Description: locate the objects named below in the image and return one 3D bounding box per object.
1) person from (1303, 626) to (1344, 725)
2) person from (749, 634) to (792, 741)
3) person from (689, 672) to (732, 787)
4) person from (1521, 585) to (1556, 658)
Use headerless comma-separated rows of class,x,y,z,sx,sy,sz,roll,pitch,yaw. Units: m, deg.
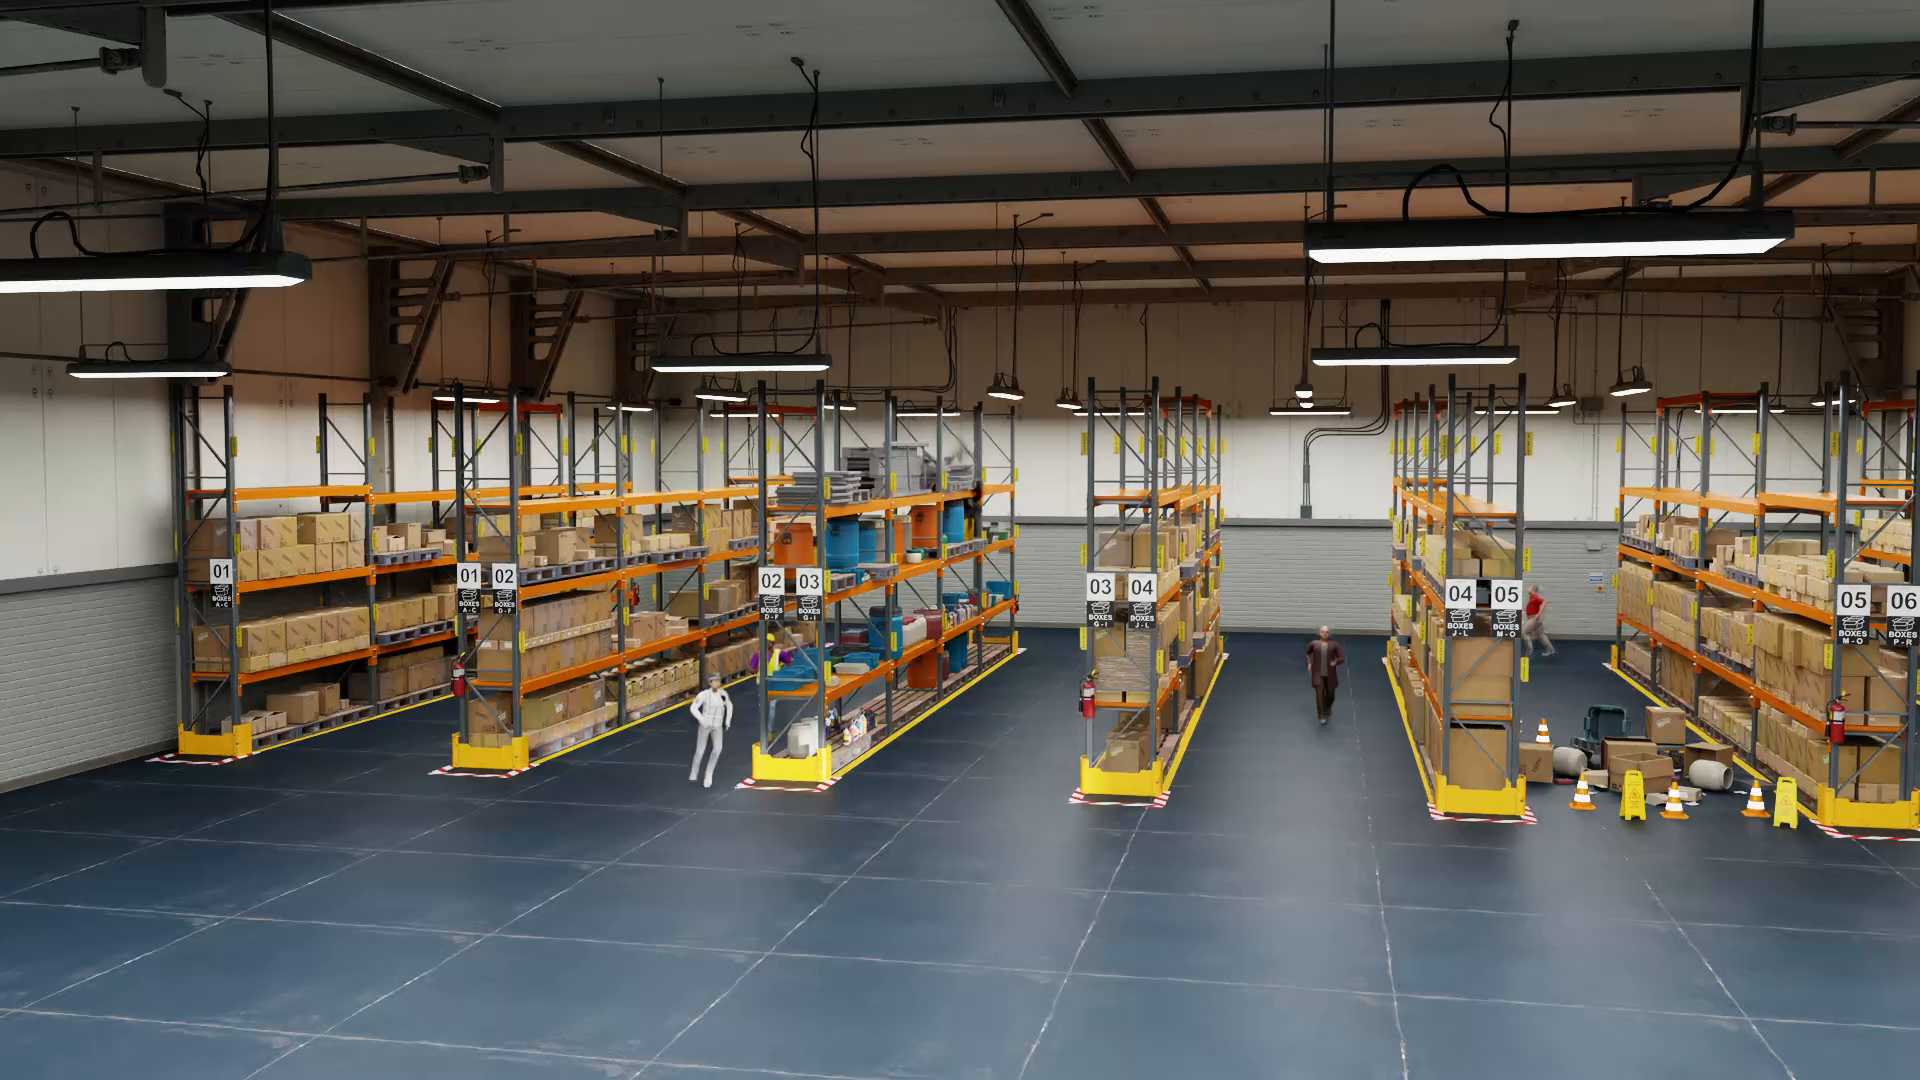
person,6.591,2.441,30.134,0.720,1.746,0.851,1,3,10
person,-3.278,2.489,28.527,0.700,1.765,0.917,0,3,5
person,-3.682,2.796,24.738,0.674,1.690,0.651,-1,3,-20
person,13.591,1.958,39.244,0.912,1.777,0.674,1,3,22
